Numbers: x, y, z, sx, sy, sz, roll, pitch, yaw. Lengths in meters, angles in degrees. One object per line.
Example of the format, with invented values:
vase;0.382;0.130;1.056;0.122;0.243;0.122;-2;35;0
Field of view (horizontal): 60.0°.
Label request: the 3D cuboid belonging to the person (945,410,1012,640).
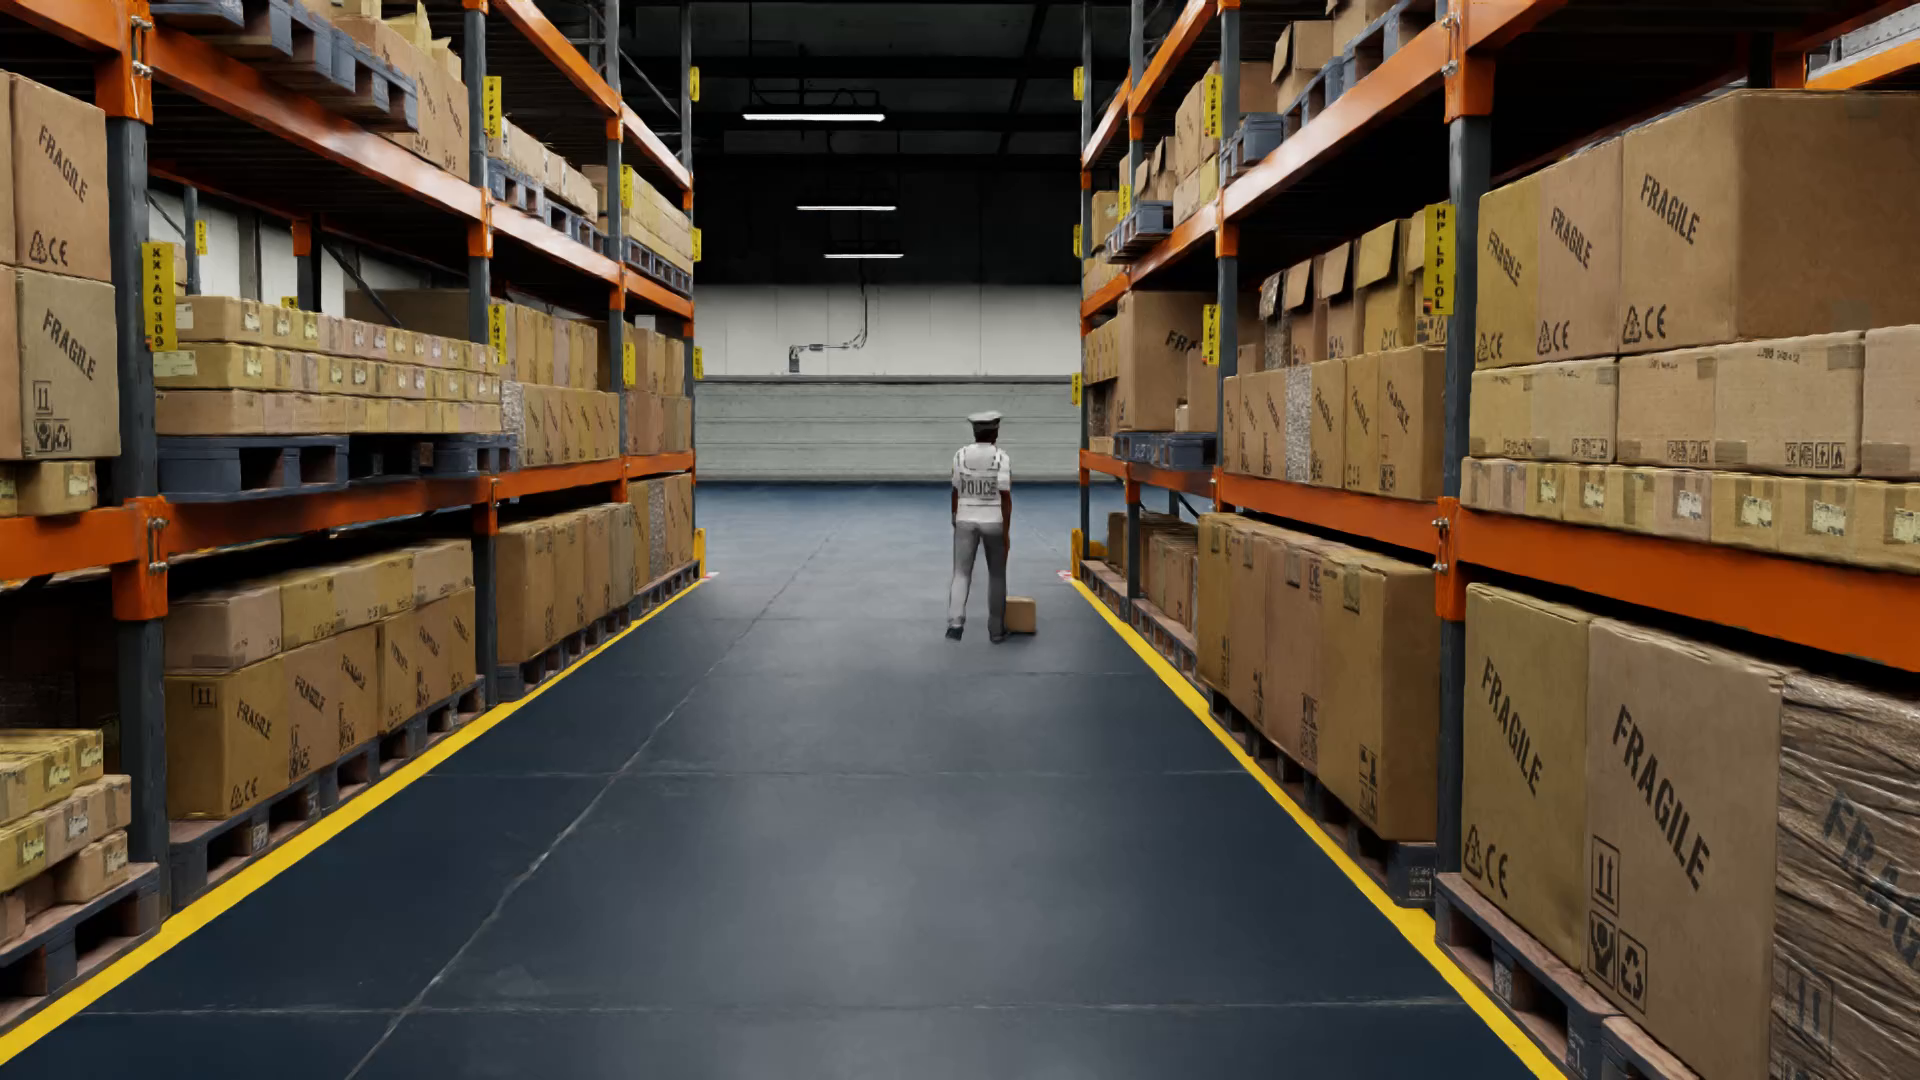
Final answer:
person;0.150;-0.091;11.744;0.441;1.648;0.917;1;4;8
